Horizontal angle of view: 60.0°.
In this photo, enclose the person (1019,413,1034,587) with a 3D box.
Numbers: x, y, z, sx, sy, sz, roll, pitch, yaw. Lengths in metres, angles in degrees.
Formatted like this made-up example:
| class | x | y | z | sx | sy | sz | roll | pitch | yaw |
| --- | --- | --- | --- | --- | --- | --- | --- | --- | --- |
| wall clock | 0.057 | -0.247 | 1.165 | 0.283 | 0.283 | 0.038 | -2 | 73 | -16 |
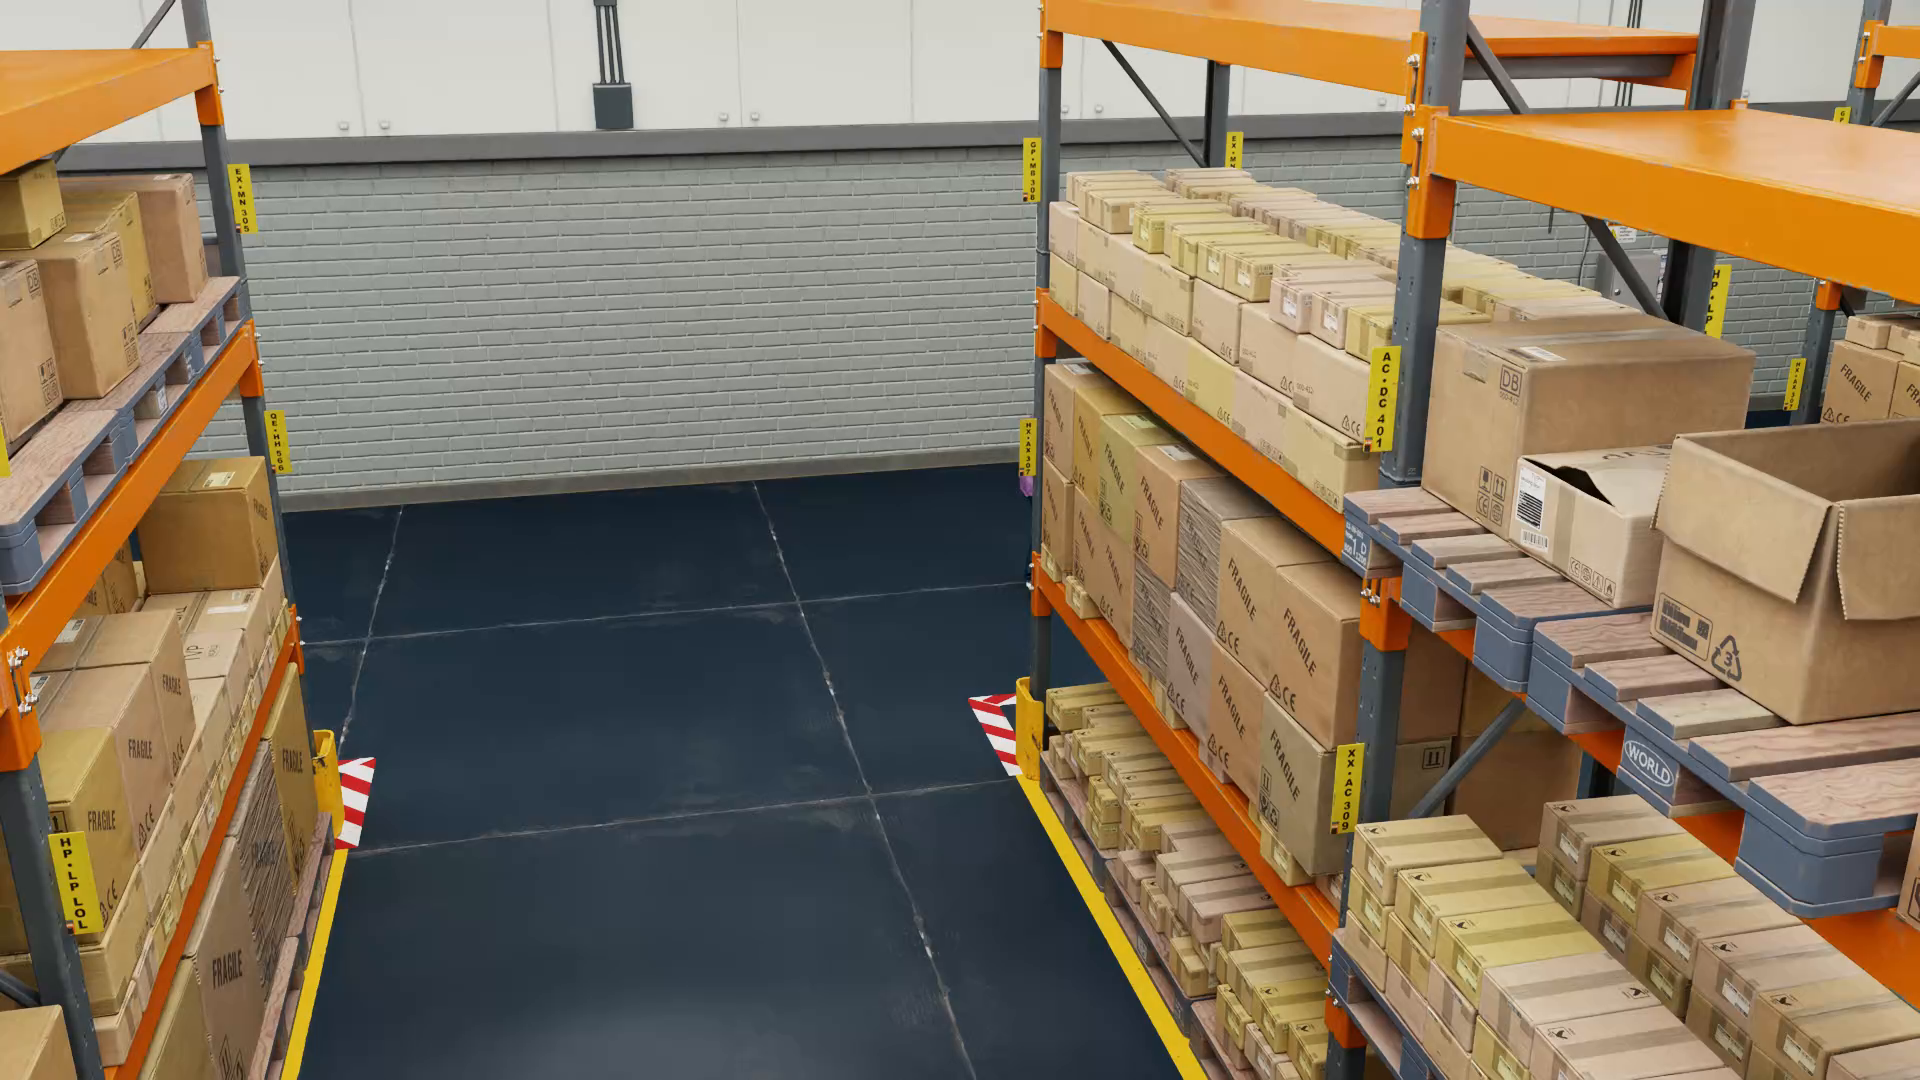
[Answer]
| class | x | y | z | sx | sy | sz | roll | pitch | yaw |
| --- | --- | --- | --- | --- | --- | --- | --- | --- | --- |
| person | 0.616 | -0.349 | 12.117 | 0.344 | 1.548 | 0.462 | -5 | 20 | -12 |
